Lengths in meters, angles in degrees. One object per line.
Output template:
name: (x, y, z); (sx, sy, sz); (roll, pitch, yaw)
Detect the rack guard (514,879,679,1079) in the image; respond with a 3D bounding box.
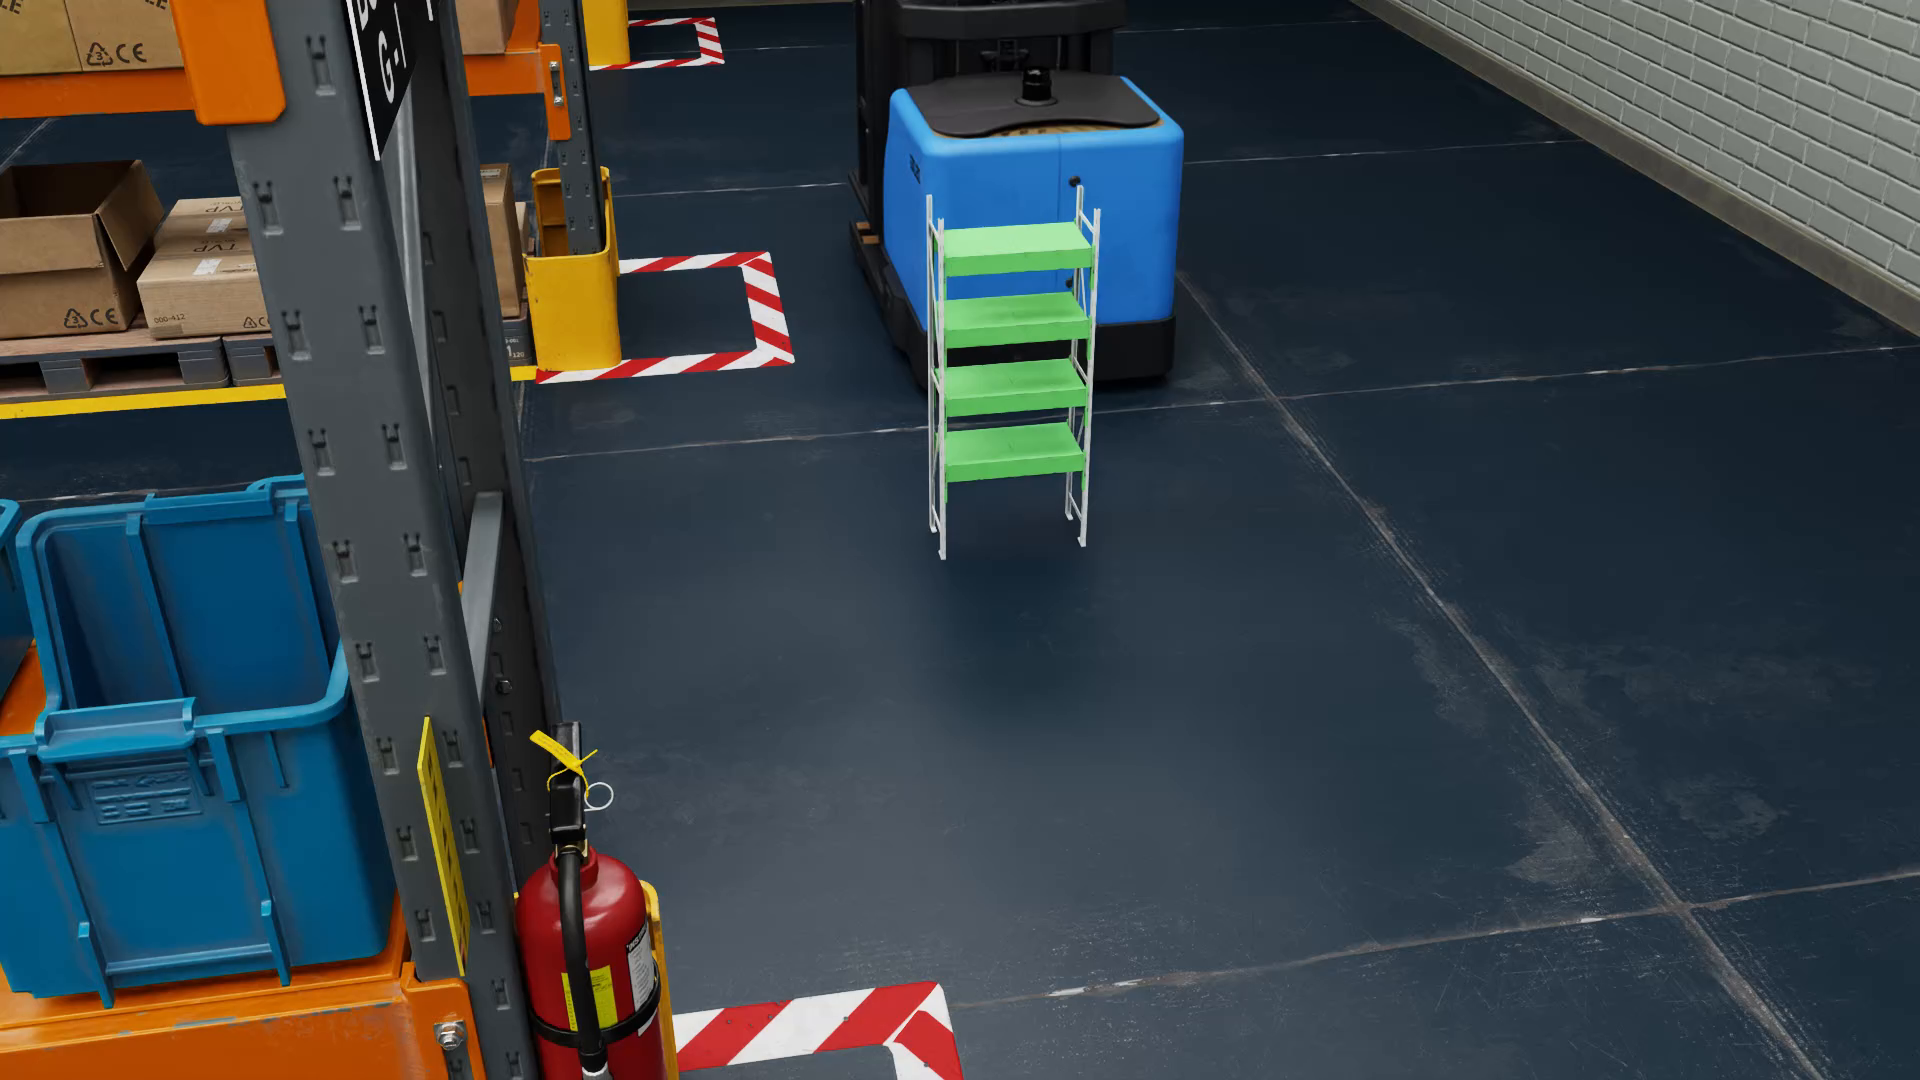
rack guard: (-0.712, 1.238, 3.151); (0.348, 0.500, 1.175); (-5, 31, -9)

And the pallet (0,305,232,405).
pallet: (-3.678, -0.909, 7.088); (1.213, 0.211, 1.003); (-5, 31, -9)

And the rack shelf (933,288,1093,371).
rack shelf: (0.163, -0.684, 5.382); (0.480, 0.148, 0.258); (-5, 31, -9)

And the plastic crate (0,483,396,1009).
plastic crate: (-1.029, 0.252, 2.269); (0.499, 0.435, 0.616); (-5, 31, -9)

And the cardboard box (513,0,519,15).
cardboard box: (-2.106, -2.435, 6.833); (0.500, 0.500, 0.500); (-5, 31, -8)

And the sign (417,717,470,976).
sign: (-0.618, 0.372, 1.998); (0.005, 0.325, 0.100); (-5, 31, -9)

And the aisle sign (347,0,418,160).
aisle sign: (-0.610, -0.812, 1.607); (0.004, 0.787, 0.394); (-5, 31, -9)

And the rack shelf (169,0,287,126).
rack shelf: (-2.700, -0.631, 1.615); (4.000, 0.370, 1.077); (-5, 31, -9)

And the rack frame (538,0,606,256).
rack frame: (-1.622, -2.301, 6.704); (0.127, 3.000, 1.000); (-5, 31, -9)

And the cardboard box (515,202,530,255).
cardboard box: (-2.095, -1.395, 7.541); (0.250, 0.149, 0.380); (-5, 31, -9)

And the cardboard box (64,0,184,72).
cardboard box: (-3.015, -2.075, 6.222); (0.500, 0.500, 0.500); (-5, 31, -9)

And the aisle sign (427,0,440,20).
aisle sign: (-0.716, -1.106, 2.107); (0.004, 0.787, 0.394); (-5, 31, -9)

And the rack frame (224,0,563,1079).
rack frame: (-0.733, 0.171, 2.500); (0.053, 2.616, 0.949); (-5, 31, -9)

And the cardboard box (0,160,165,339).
cardboard box: (-3.709, -1.223, 6.900); (0.637, 0.503, 0.797); (-5, 31, -9)

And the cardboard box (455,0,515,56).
cardboard box: (-2.013, -2.167, 6.378); (0.500, 0.500, 0.500); (-4, 31, -7)

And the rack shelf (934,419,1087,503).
rack shelf: (0.163, -0.270, 5.626); (0.480, 0.148, 0.258); (-5, 31, -9)

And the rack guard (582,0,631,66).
rack guard: (-2.494, -3.695, 11.541); (0.348, 0.500, 1.175); (-5, 31, -9)

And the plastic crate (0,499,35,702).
plastic crate: (-1.683, 0.134, 2.669); (0.300, 0.233, 0.416); (-5, 31, -9)

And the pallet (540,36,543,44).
pallet: (-3.290, -3.456, 11.420); (1.213, 0.211, 1.003); (-5, 31, -9)

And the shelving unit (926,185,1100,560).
shelving unit: (0.163, -0.532, 5.472); (0.503, 1.200, 0.258); (-5, 31, -9)

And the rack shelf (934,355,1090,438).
rack shelf: (0.163, -0.477, 5.504); (0.480, 0.148, 0.258); (-5, 31, -9)

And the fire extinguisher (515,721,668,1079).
fire extinguisher: (-0.503, 0.576, 2.255); (0.183, 0.674, 0.296); (-5, 31, -9)

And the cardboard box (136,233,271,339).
cardboard box: (-3.052, -1.061, 6.874); (0.500, 0.250, 0.500); (-5, 31, -9)

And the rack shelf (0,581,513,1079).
rack shelf: (-2.700, 0.662, 2.375); (4.000, 0.370, 1.077); (-5, 31, -9)

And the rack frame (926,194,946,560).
rack frame: (-0.077, -0.510, 5.434); (0.015, 1.200, 0.240); (-5, 31, -9)

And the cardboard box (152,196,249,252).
cardboard box: (-3.191, -1.306, 7.290); (0.500, 0.250, 0.500); (-5, 31, -9)

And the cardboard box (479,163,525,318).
cardboard box: (-2.112, -1.241, 6.933); (0.500, 0.500, 0.500); (-5, 31, -9)

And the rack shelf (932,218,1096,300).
rack shelf: (0.163, -0.891, 5.261); (0.480, 0.148, 0.258); (-5, 31, -9)

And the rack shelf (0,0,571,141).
rack shelf: (-3.589, -1.808, 6.576); (4.000, 0.370, 1.077); (-5, 31, -9)

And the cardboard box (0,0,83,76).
cardboard box: (-3.510, -2.030, 6.144); (0.500, 0.500, 0.500); (-6, 31, -10)

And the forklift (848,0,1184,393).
forklift: (0.077, -2.576, 7.239); (1.130, 2.935, 3.031); (-6, 31, -10)

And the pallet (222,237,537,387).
pallet: (-2.480, -1.019, 7.274); (1.213, 0.211, 1.003); (-5, 31, -9)

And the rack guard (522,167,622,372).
rack guard: (-1.696, -1.216, 7.326); (0.348, 0.500, 1.175); (-5, 31, -9)

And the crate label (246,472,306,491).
crate label: (-1.035, 0.074, 2.771); (0.303, 0.233, 0.416); (-5, 31, -9)

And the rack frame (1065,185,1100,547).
rack frame: (0.403, -0.555, 5.509); (0.015, 1.200, 0.240); (-5, 31, -9)
